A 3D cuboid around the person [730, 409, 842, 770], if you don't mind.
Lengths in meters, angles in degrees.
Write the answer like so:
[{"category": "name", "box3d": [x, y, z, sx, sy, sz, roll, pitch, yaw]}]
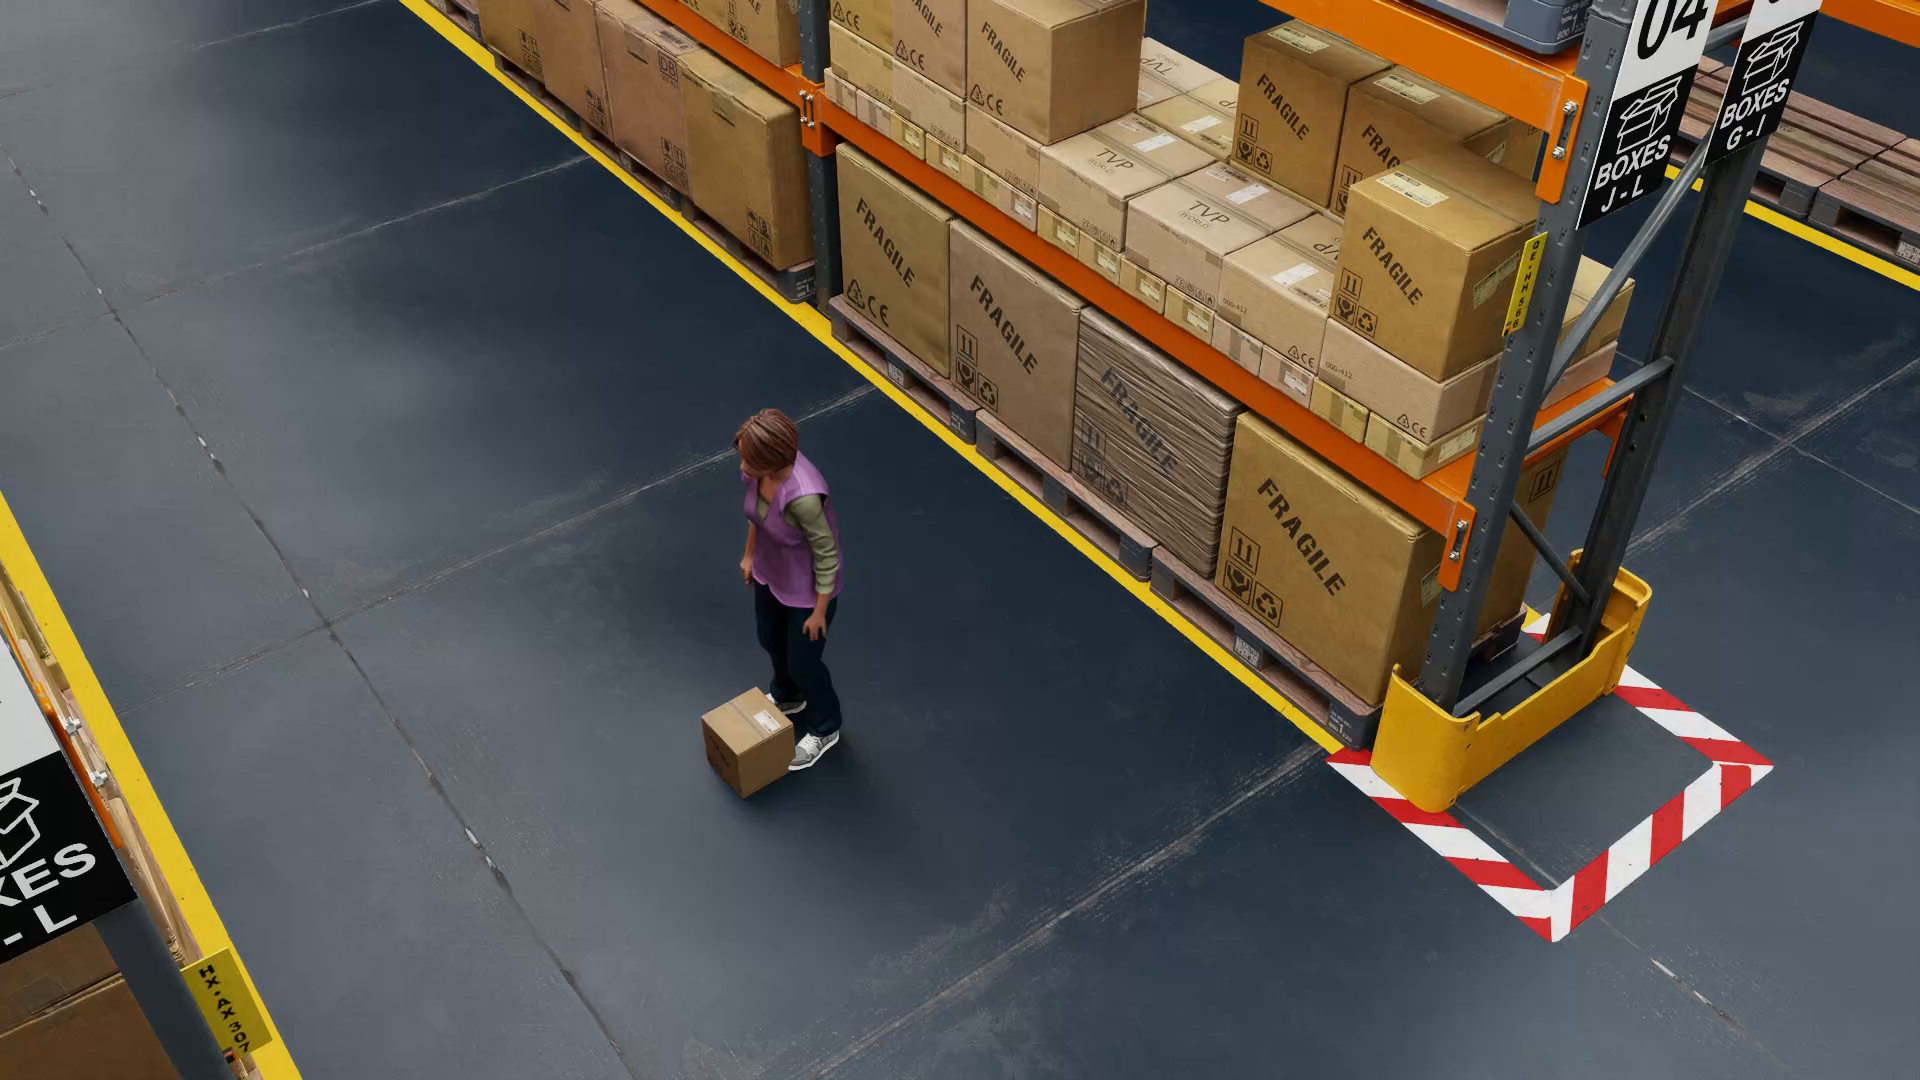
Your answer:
[{"category": "person", "box3d": [-0.612, 0.160, 5.981, 0.348, 1.592, 0.476, -28, 48, -28]}]
